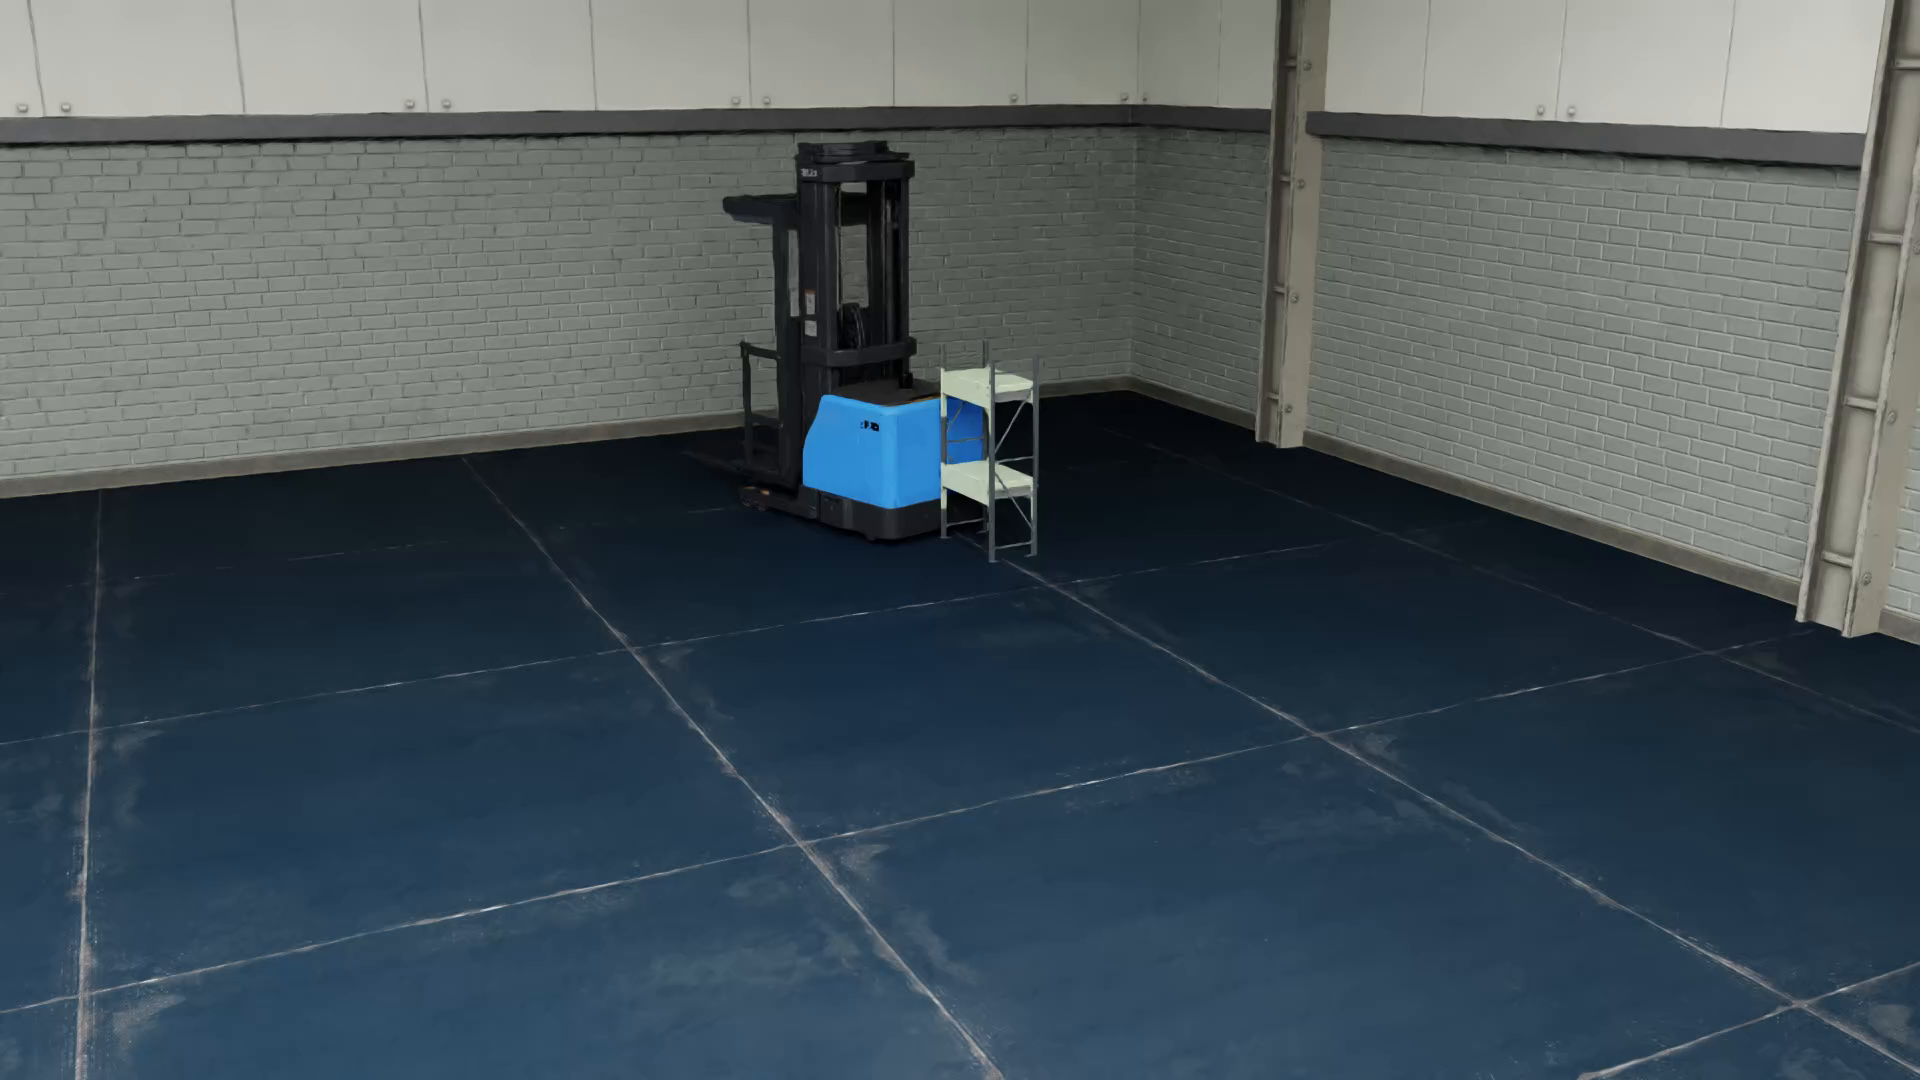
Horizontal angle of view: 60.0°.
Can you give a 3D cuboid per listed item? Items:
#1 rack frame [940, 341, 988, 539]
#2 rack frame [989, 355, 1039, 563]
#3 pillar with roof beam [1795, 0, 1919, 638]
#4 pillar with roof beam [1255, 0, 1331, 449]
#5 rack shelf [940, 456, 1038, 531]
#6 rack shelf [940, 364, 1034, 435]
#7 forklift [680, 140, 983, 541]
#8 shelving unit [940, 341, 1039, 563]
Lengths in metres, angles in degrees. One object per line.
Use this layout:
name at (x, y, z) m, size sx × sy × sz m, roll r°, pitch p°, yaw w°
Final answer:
rack frame at (0.033, -0.758, 12.671) m, size 0.400 × 1.500 × 0.023 m, roll -9°, pitch 18°, yaw -28°
rack frame at (0.391, -0.581, 12.058) m, size 0.400 × 1.500 × 0.023 m, roll -9°, pitch 18°, yaw -28°
pillar with roof beam at (1.835, -3.249, 7.759) m, size 9.100 × 9.000 × 0.400 m, roll -8°, pitch 18°, yaw -25°
pillar with roof beam at (-0.794, -4.737, 12.943) m, size 9.100 × 9.000 × 0.400 m, roll -8°, pitch 18°, yaw -25°
rack shelf at (0.212, -0.356, 12.454) m, size 0.431 × 0.370 × 0.720 m, roll -9°, pitch 18°, yaw -28°
rack shelf at (0.212, -1.045, 12.257) m, size 0.431 × 0.370 × 0.720 m, roll -9°, pitch 18°, yaw -28°
forklift at (-1.184, -1.732, 13.471) m, size 1.130 × 2.935 × 3.031 m, roll -15°, pitch 22°, yaw -41°
shelving unit at (0.212, -0.669, 12.364) m, size 0.431 × 1.500 × 0.755 m, roll -9°, pitch 18°, yaw -28°
